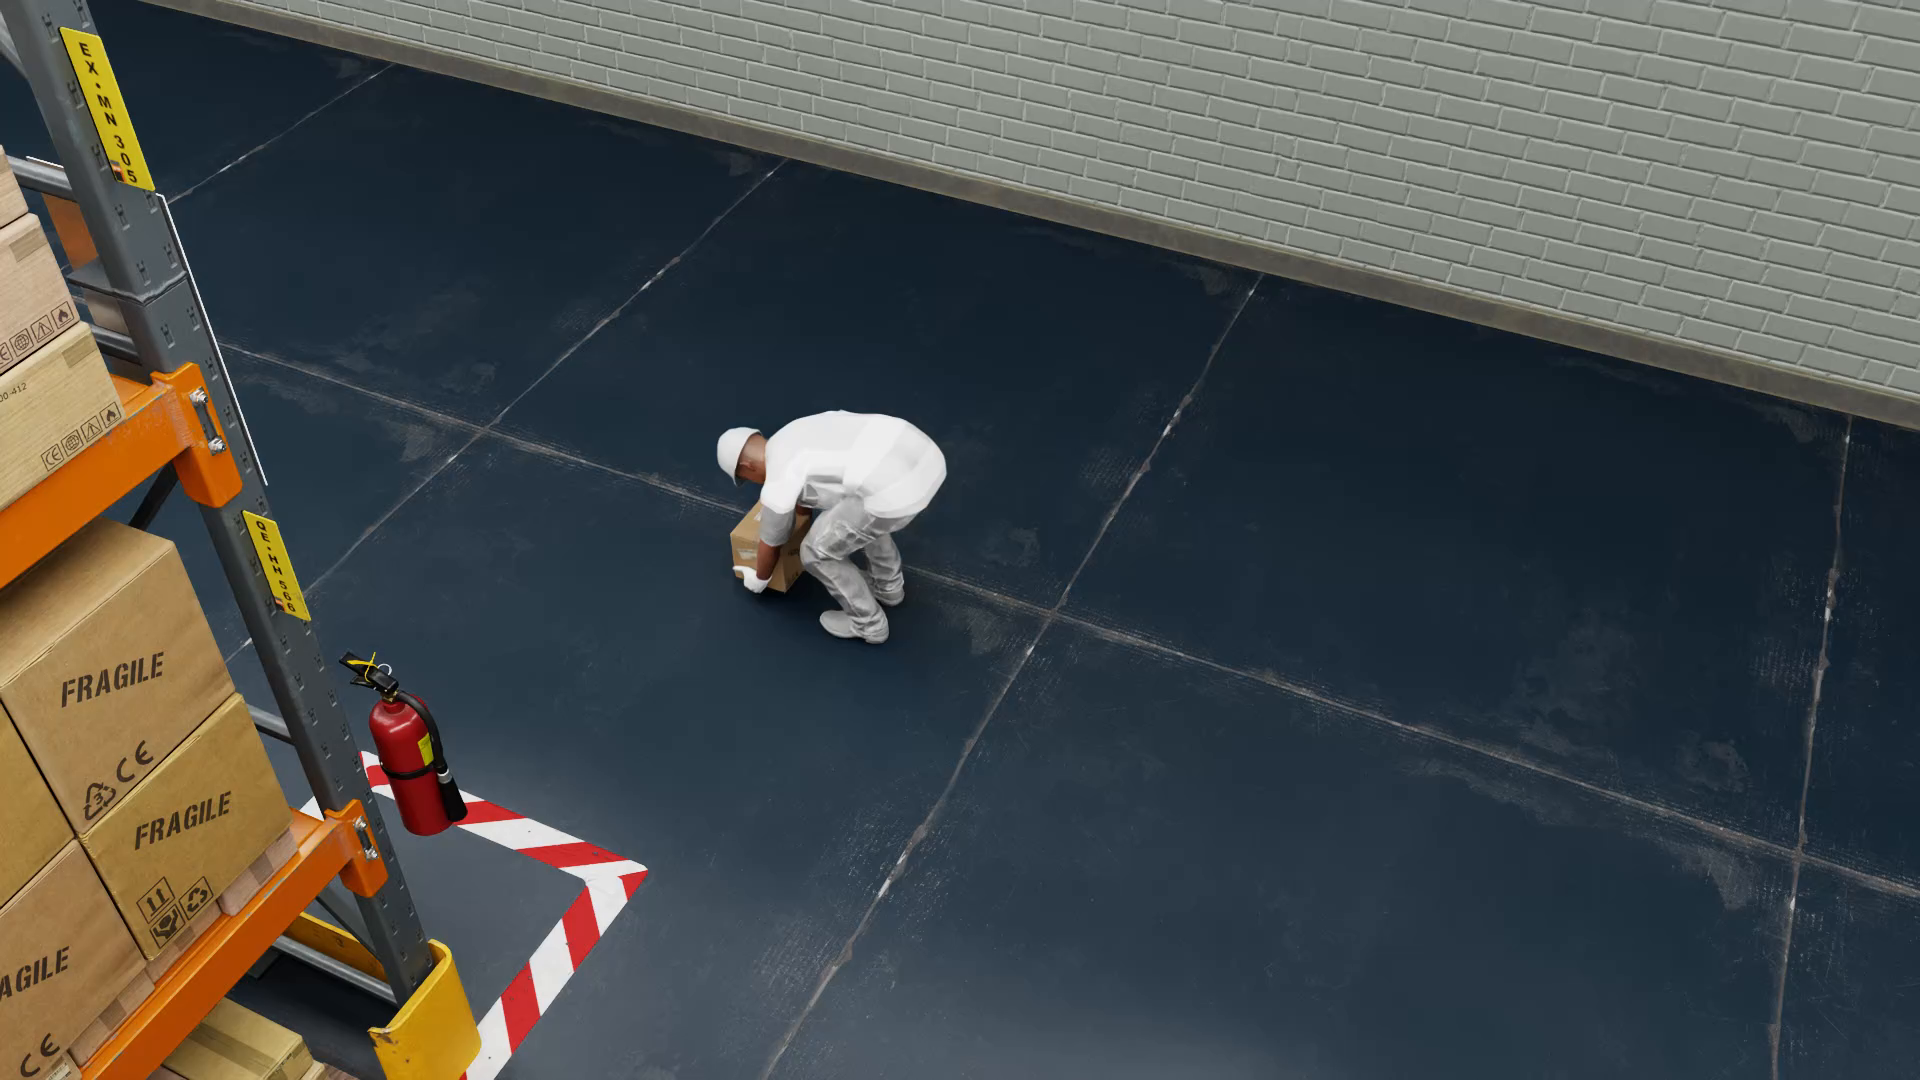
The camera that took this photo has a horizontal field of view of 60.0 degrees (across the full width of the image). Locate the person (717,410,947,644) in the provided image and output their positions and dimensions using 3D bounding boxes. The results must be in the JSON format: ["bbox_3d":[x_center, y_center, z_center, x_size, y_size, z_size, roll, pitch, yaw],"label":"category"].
[{"bbox_3d":[-0.545,-0.104,6.858,0.981,0.987,0.516,15,44,16],"label":"person"}]
